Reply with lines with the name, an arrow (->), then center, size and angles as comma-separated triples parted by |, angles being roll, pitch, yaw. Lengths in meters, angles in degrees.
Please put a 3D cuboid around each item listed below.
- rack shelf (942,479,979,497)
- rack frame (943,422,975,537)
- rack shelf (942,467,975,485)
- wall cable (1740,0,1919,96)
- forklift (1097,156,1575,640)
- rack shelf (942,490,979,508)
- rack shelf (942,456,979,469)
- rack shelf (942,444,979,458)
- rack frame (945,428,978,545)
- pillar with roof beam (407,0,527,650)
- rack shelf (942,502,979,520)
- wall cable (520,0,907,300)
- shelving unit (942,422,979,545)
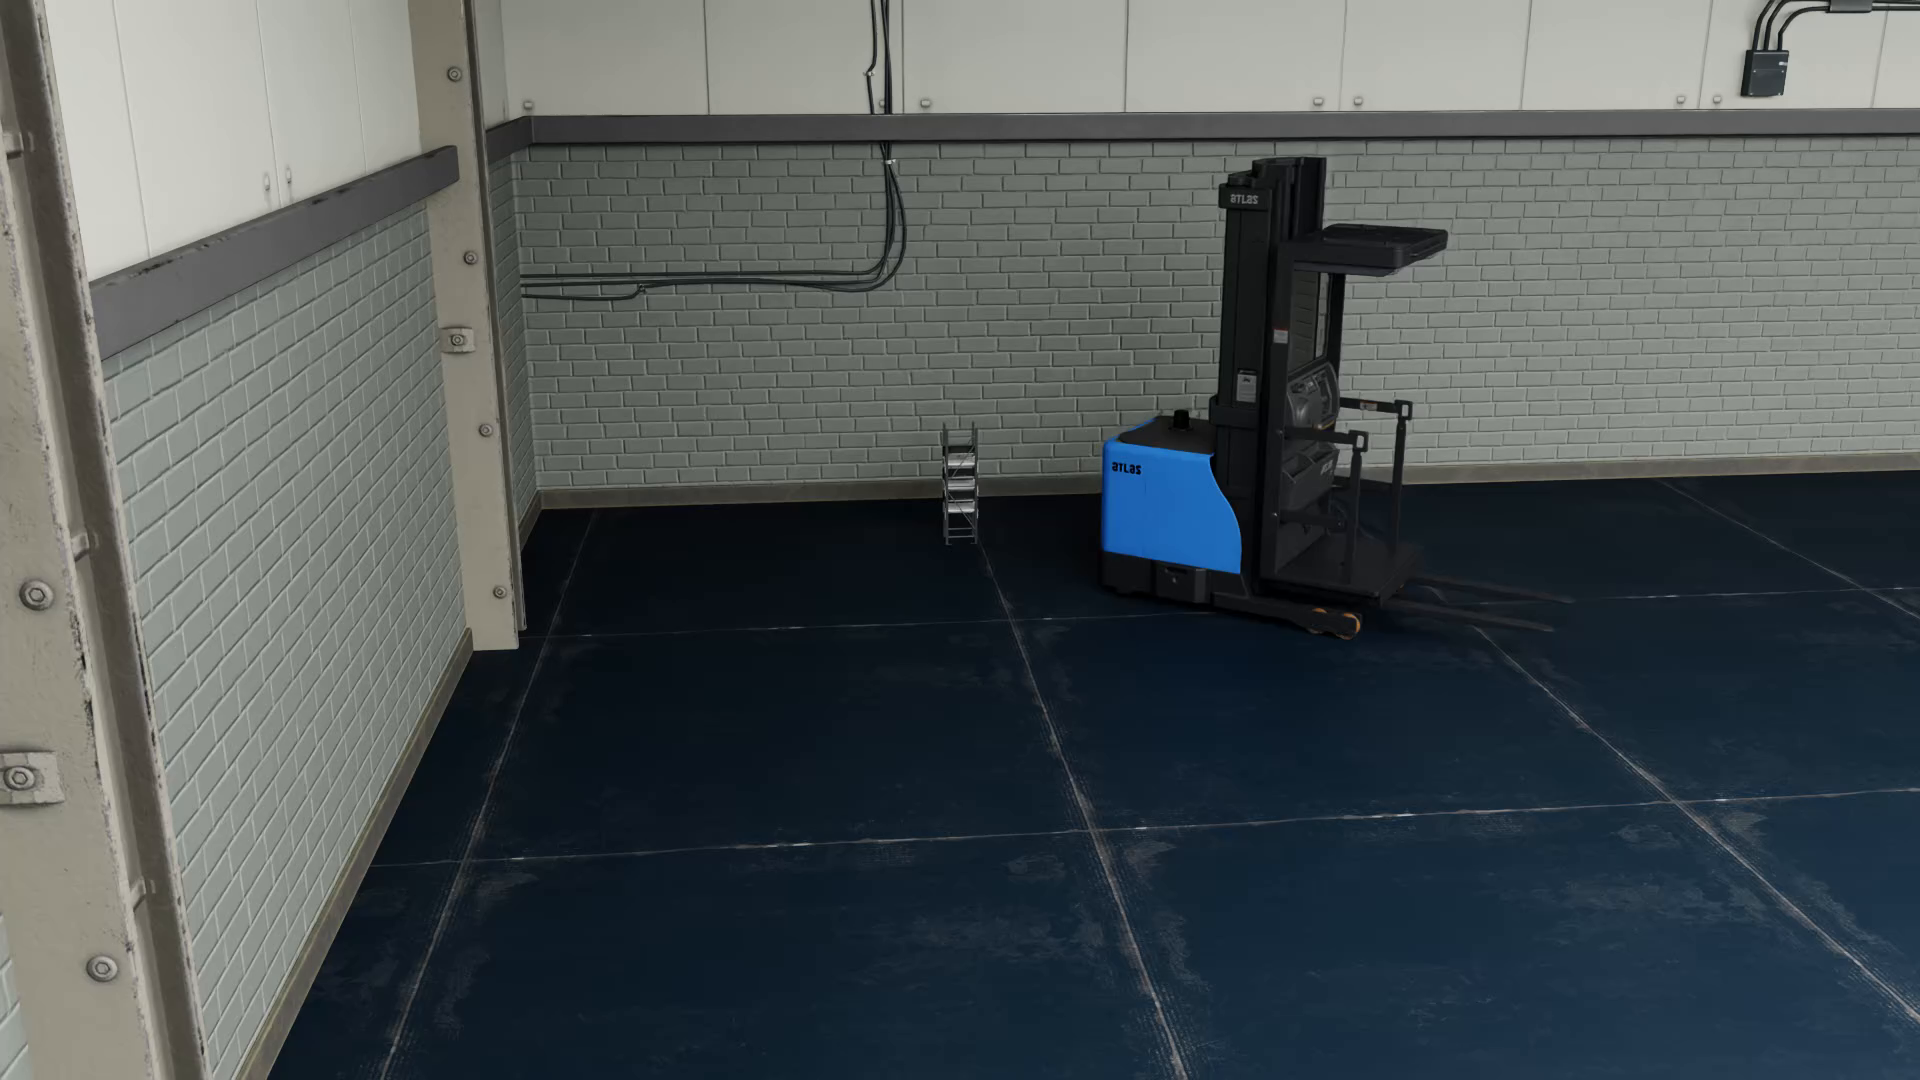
rack shelf -> 0.001, -0.395, 12.545 | 0.258, 0.077, 0.200 | -2, 18, -6
rack frame -> -0.010, -0.457, 12.631 | 0.240, 0.900, 0.006 | -2, 18, -6
rack shelf -> 0.001, -0.481, 12.518 | 0.258, 0.077, 0.200 | -2, 18, -6
wall cable -> 7.491, -6.491, 12.651 | 2.305, 6.003, 0.169 | -2, 18, -6
forklift -> 2.484, -0.942, 10.785 | 3.031, 2.935, 1.130 | 10, 20, 29
rack shelf -> 0.001, -0.309, 12.572 | 0.258, 0.077, 0.200 | -2, 18, -6
rack shelf -> 0.001, -0.567, 12.491 | 0.258, 0.077, 0.200 | -2, 18, -6
rack shelf -> 0.001, -0.653, 12.464 | 0.258, 0.077, 0.200 | -2, 18, -6
rack frame -> 0.011, -0.397, 12.438 | 0.240, 0.900, 0.006 | -2, 18, -6
pillar with roof beam -> 1.317, -3.794, 9.739 | 9.100, 9.000, 0.400 | -2, 18, -6
rack shelf -> 0.001, -0.223, 12.598 | 0.258, 0.077, 0.200 | -2, 18, -6
wall cable -> -1.954, -3.098, 12.706 | 3.097, 2.526, 0.112 | -2, 18, -6
shelving unit -> 0.001, -0.427, 12.535 | 0.258, 0.900, 0.210 | -2, 18, -6
